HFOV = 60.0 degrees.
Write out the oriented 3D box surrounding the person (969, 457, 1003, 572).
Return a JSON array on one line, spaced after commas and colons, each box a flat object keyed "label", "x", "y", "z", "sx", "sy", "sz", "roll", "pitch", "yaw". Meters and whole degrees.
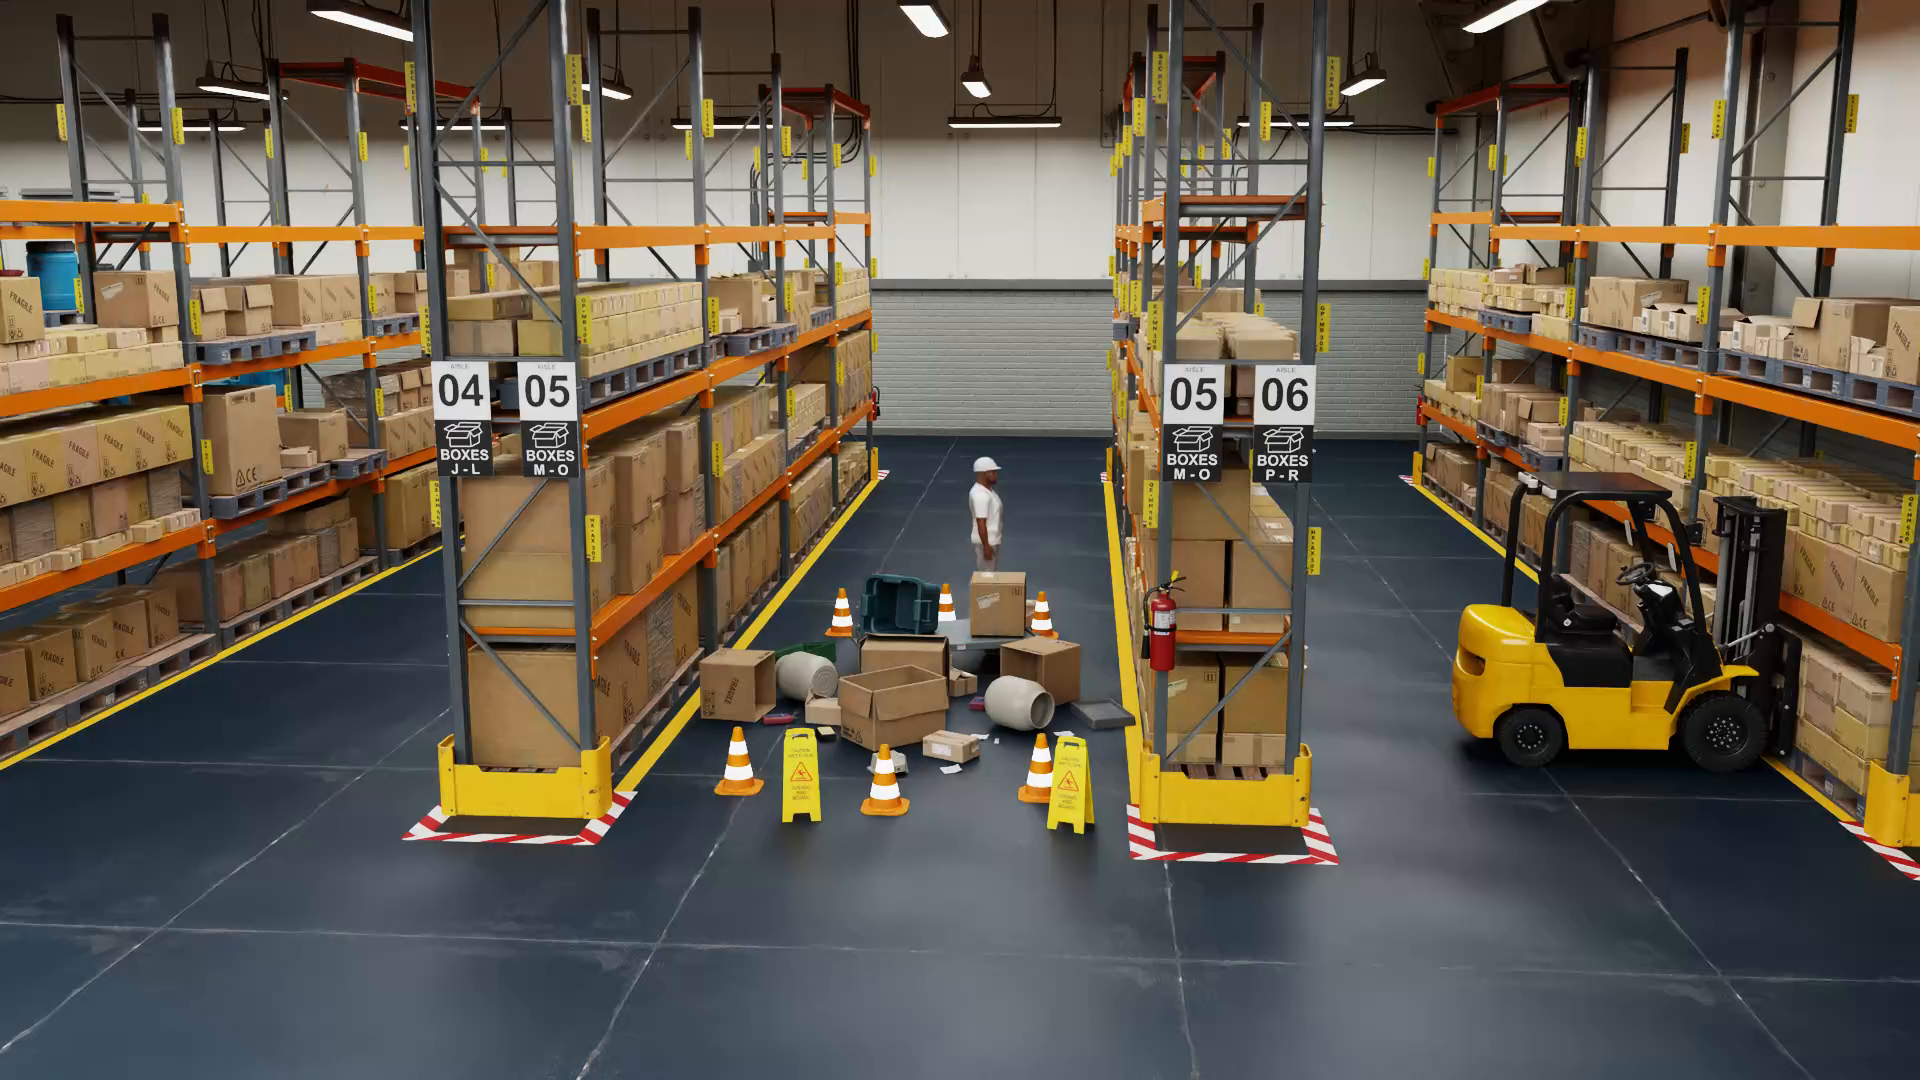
[{"label": "person", "x": 0.276, "y": 0.029, "z": 17.247, "sx": 0.354, "sy": 1.779, "sz": 0.565, "roll": 1, "pitch": 11, "yaw": 5}]
